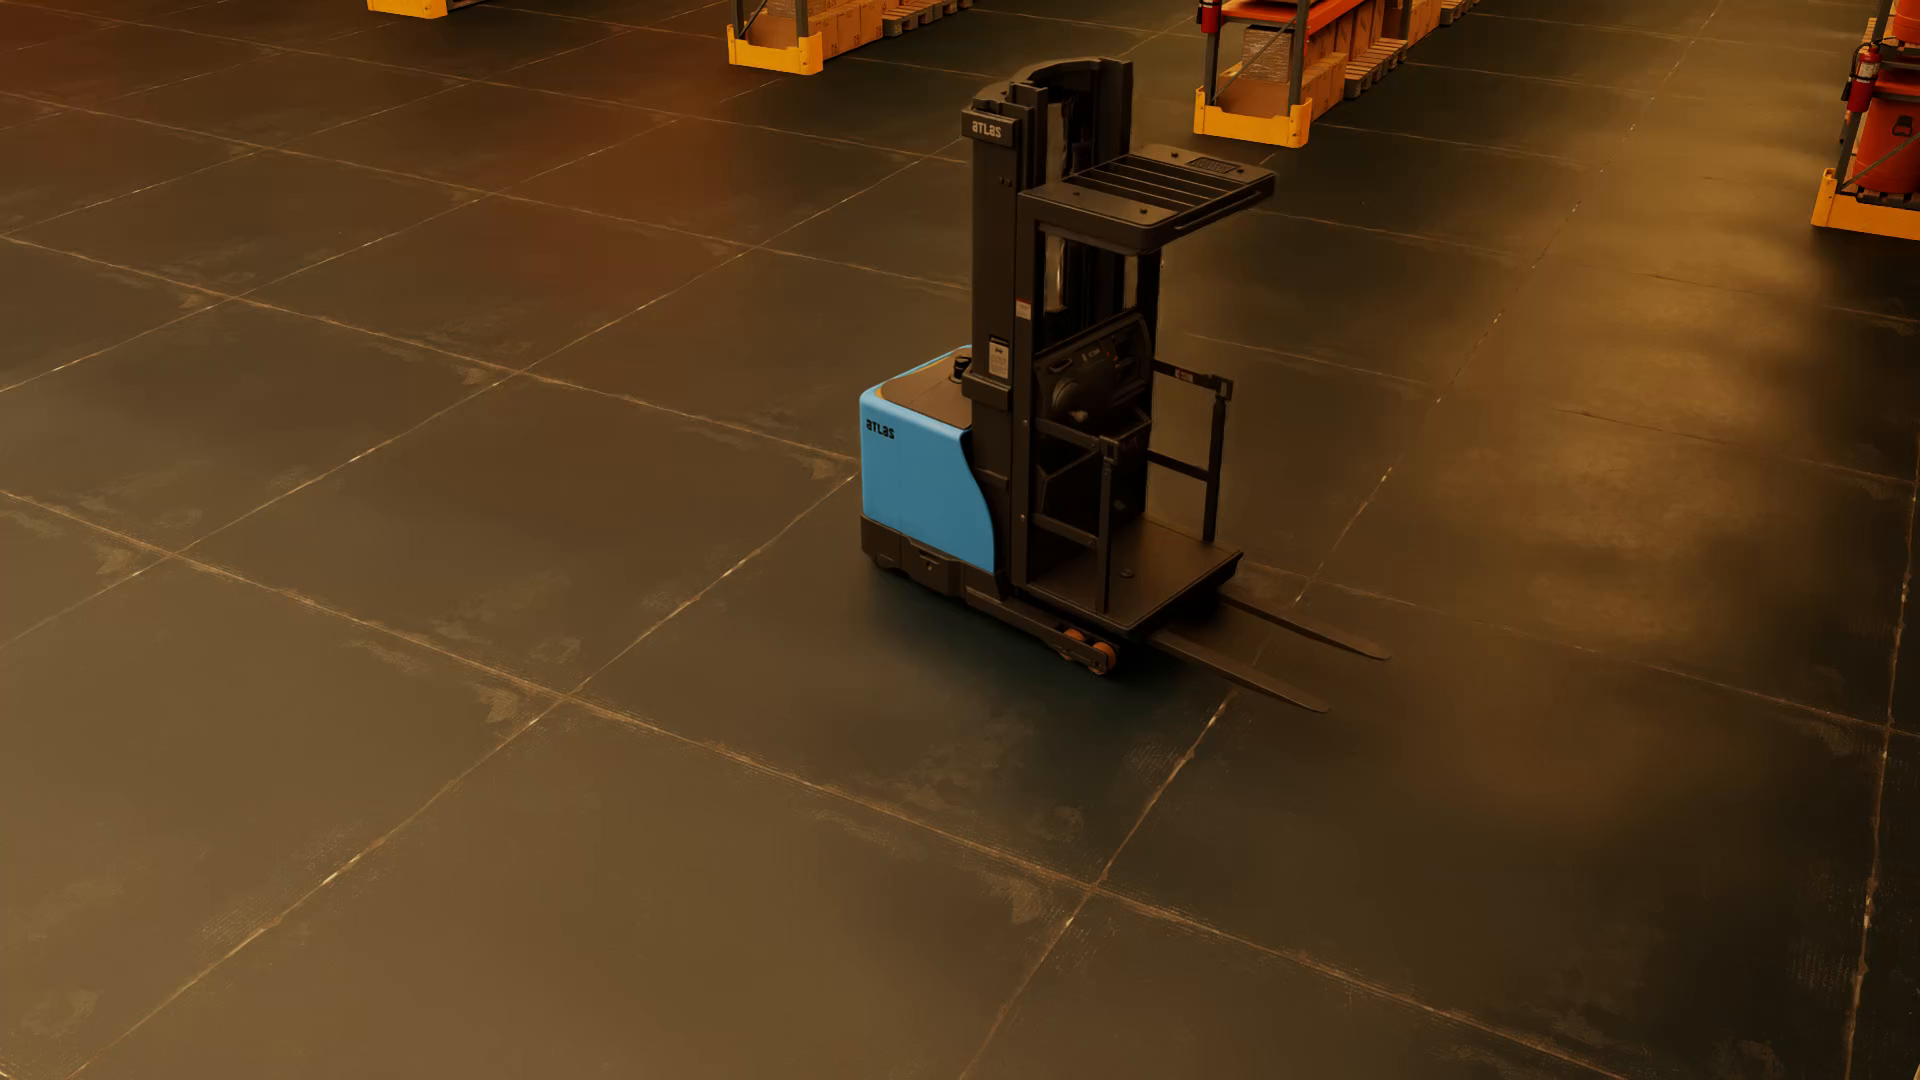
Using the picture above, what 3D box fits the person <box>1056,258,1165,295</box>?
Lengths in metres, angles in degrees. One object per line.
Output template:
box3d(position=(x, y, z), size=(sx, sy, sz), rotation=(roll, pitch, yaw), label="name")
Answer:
box3d(position=(1.023, -1.771, 11.397), size=(0.721, 1.704, 0.822), rotation=(5, 30, 8), label="person")

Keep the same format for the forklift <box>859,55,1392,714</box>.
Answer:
box3d(position=(0.860, -0.858, 8.557), size=(3.031, 2.935, 1.130), rotation=(24, 38, 35), label="forklift")
